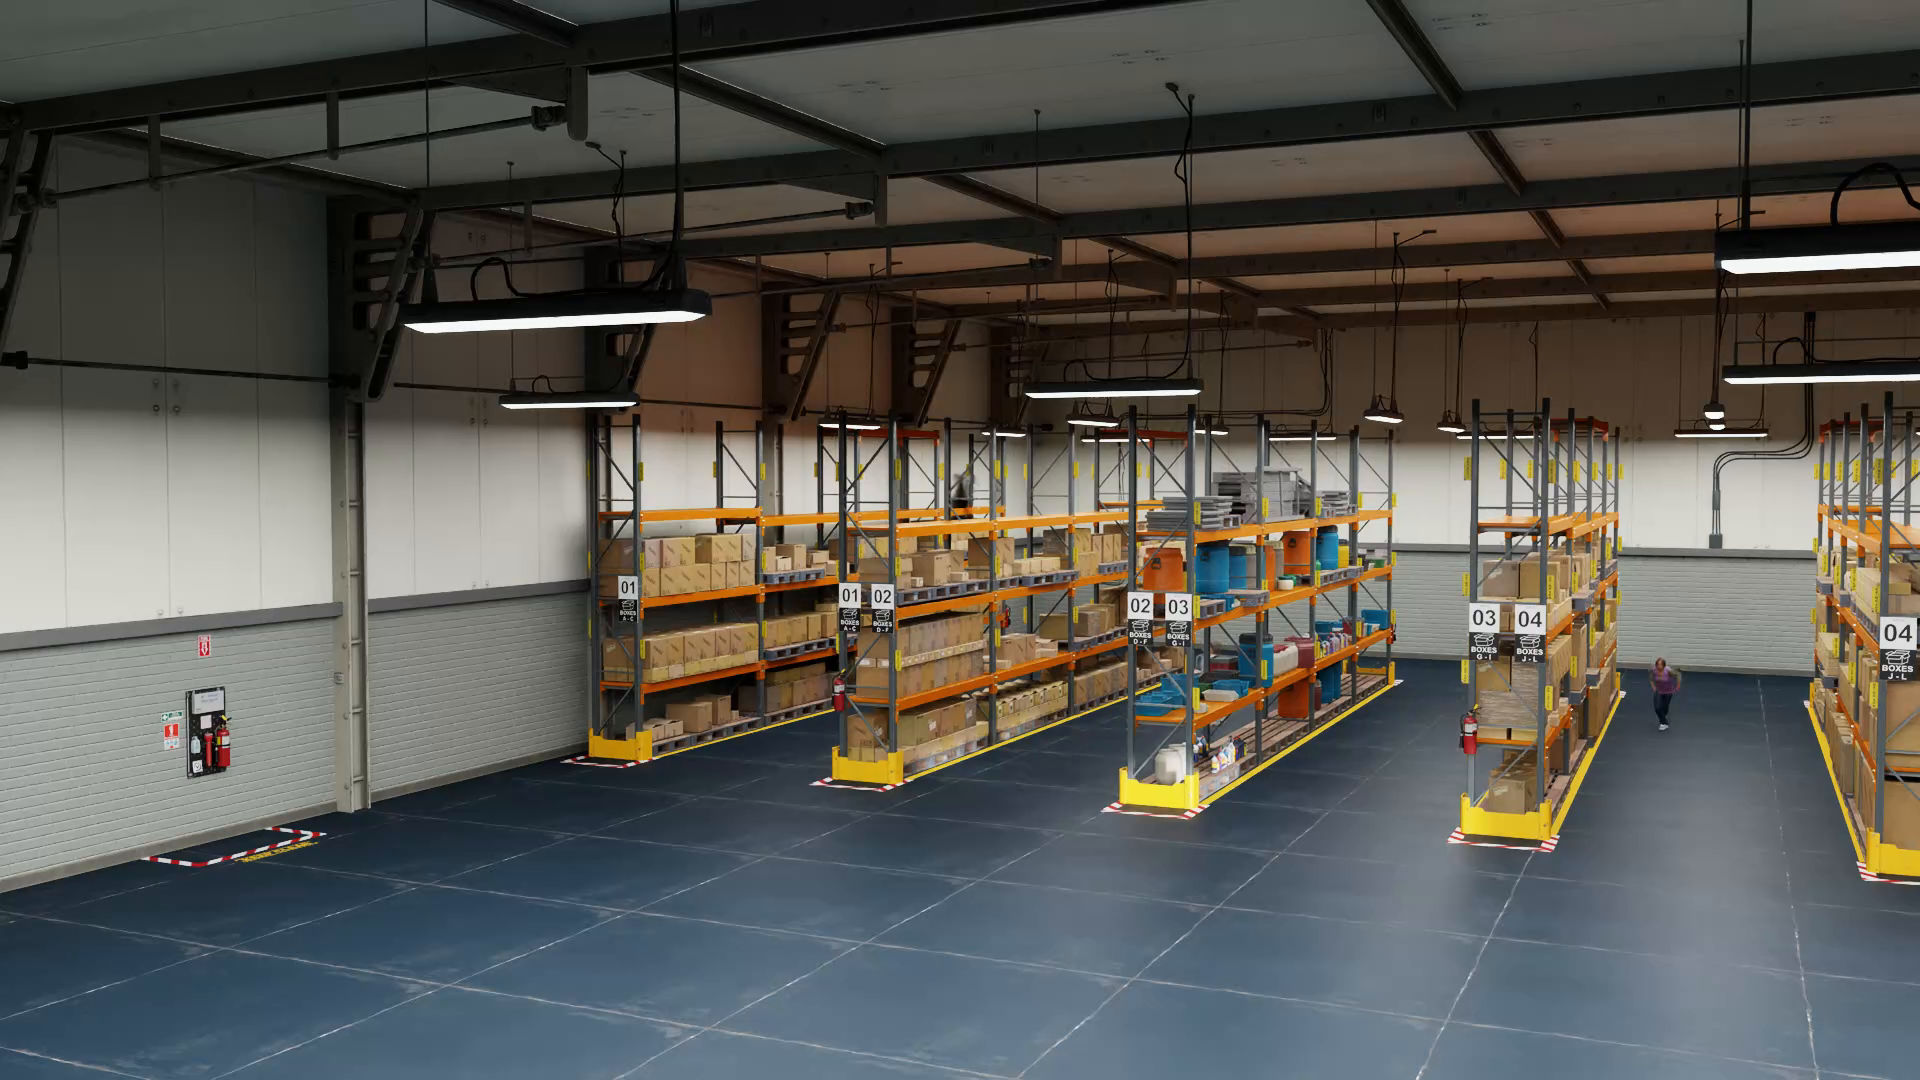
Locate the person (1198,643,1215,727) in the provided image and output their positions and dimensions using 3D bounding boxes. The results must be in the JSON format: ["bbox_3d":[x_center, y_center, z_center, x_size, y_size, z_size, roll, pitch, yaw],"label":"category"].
[{"bbox_3d":[4.850,2.832,32.609,0.445,1.688,0.574,-2,3,-36],"label":"person"}]

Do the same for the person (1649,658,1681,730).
[{"bbox_3d":[13.588,2.970,32.055,0.565,1.435,0.769,1,3,32],"label":"person"}]
